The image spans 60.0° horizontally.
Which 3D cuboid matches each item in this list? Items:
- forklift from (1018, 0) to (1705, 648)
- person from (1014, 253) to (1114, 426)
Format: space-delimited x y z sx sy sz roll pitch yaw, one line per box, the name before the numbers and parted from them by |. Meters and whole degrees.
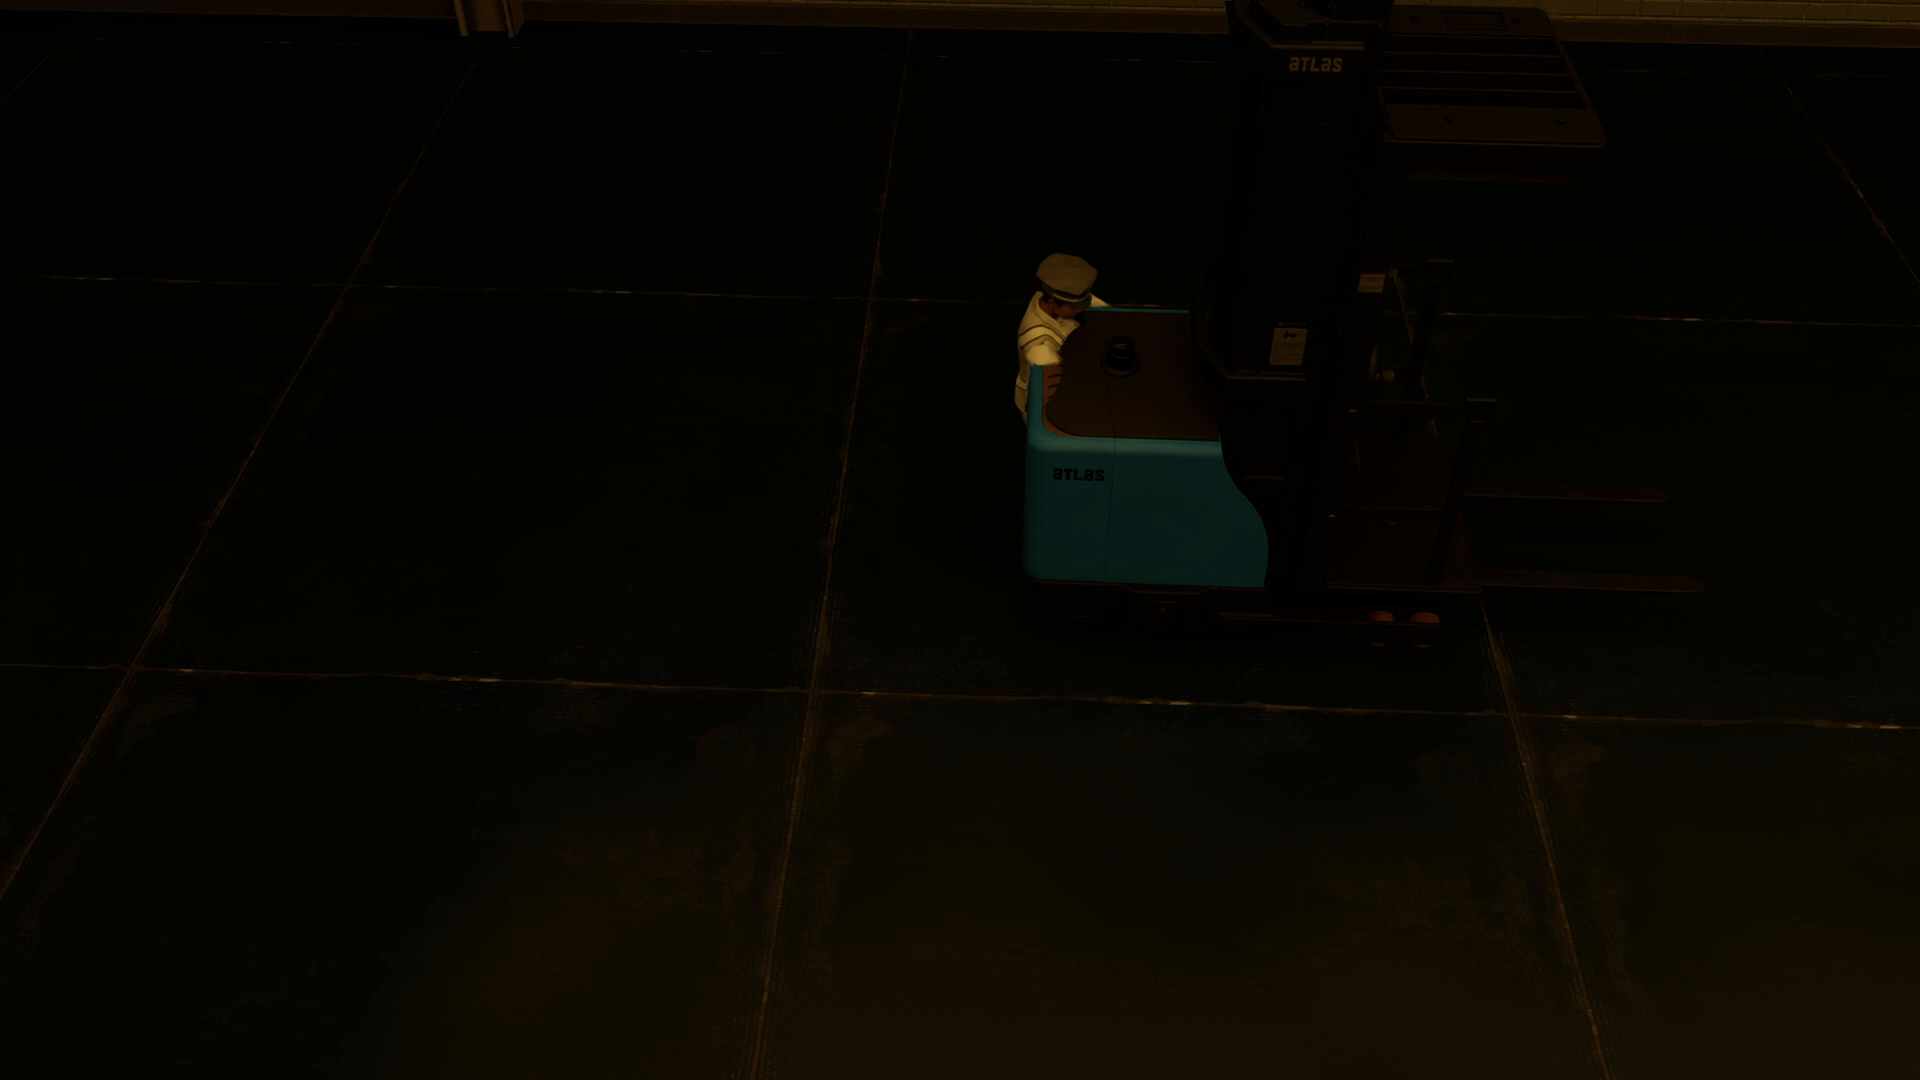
forklift | 1.798 -0.973 6.808 3.031 2.935 1.130 2 42 2
person | 0.589 -0.621 7.504 0.711 1.463 0.857 15 45 16
